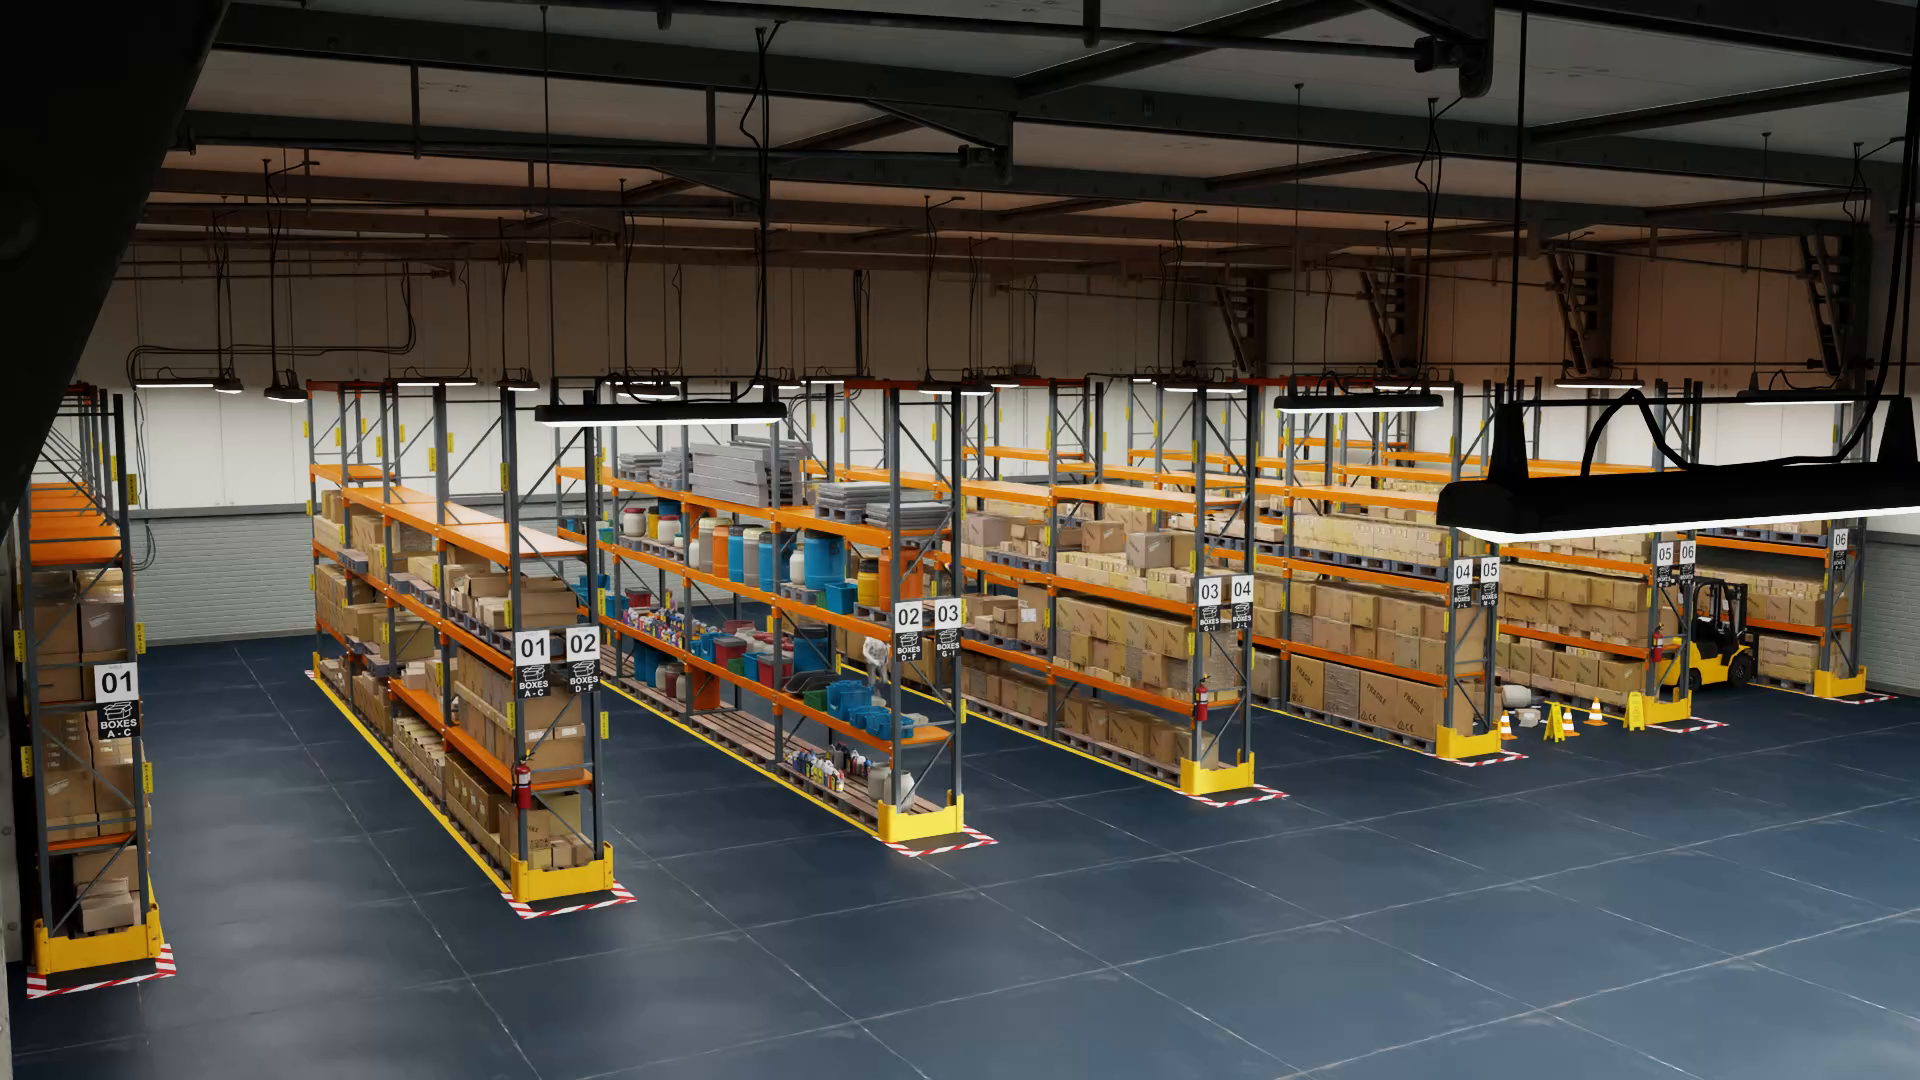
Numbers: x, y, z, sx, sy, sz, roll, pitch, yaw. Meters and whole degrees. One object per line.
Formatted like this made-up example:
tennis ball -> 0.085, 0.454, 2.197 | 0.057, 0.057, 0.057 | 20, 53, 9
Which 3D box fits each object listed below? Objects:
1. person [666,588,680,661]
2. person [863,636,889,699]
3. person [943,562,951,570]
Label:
person -> -6.121, 1.869, 35.043 | 0.448, 1.487, 0.438 | 0, 6, 1
person -> -1.564, 2.268, 30.769 | 0.570, 1.607, 0.703 | -2, 6, -20
person -> -0.385, 1.051, 41.637 | 1.064, 1.718, 0.542 | -4, 7, -33
